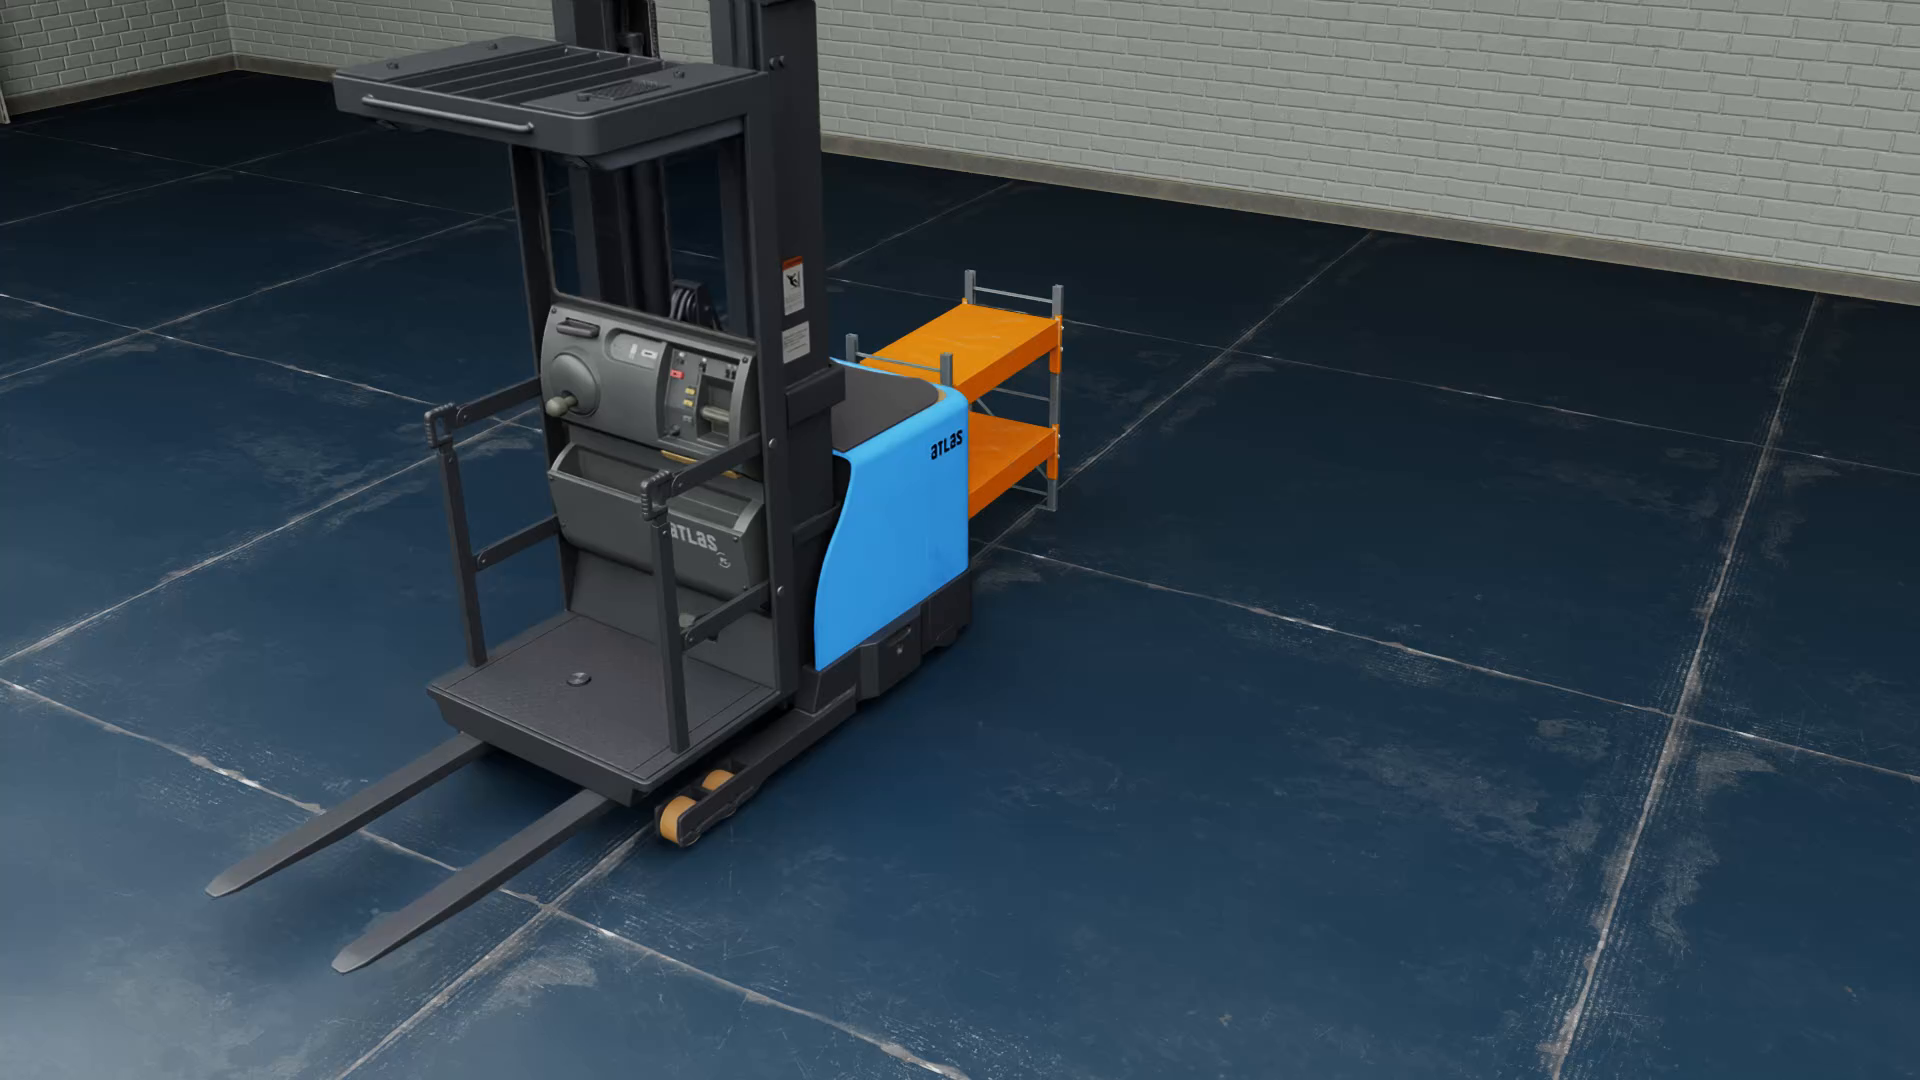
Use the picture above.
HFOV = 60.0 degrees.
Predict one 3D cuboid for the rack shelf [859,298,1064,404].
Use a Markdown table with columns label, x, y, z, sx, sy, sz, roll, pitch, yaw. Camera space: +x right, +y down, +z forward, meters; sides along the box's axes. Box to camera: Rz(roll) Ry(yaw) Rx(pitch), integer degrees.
| label | x | y | z | sx | sy | sz | roll | pitch | yaw |
| --- | --- | --- | --- | --- | --- | --- | --- | --- | --- |
| rack shelf | -0.003 | -0.762 | 7.362 | 0.538 | 0.278 | 1.000 | 14 | 30 | 26 |

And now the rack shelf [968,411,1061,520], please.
| label | x | y | z | sx | sy | sz | roll | pitch | yaw |
| --- | --- | --- | --- | --- | --- | --- | --- | --- | --- |
| rack shelf | -0.003 | -0.282 | 7.602 | 0.538 | 0.278 | 1.000 | 14 | 30 | 26 |

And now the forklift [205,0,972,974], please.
| label | x | y | z | sx | sy | sz | roll | pitch | yaw |
| --- | --- | --- | --- | --- | --- | --- | --- | --- | --- |
| forklift | -1.194 | -0.512 | 5.498 | 1.130 | 2.935 | 3.031 | 17 | 31 | 30 |

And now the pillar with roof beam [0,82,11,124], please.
| label | x | y | z | sx | sy | sz | roll | pitch | yaw |
| --- | --- | --- | --- | --- | --- | --- | --- | --- | --- |
| pillar with roof beam | -5.357 | -6.937 | 11.556 | 9.100 | 9.000 | 0.400 | 14 | 30 | 26 |

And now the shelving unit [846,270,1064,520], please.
| label | x | y | z | sx | sy | sz | roll | pitch | yaw |
| --- | --- | --- | --- | --- | --- | --- | --- | --- | --- |
| shelving unit | -0.003 | -0.500 | 7.493 | 0.538 | 1.125 | 1.048 | 14 | 30 | 26 |

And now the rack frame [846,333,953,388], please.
| label | x | y | z | sx | sy | sz | roll | pitch | yaw |
| --- | --- | --- | --- | --- | --- | --- | --- | --- | --- |
| rack frame | -0.253 | -0.302 | 7.097 | 0.500 | 1.125 | 0.032 | 14 | 30 | 26 |

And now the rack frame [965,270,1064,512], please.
| label | x | y | z | sx | sy | sz | roll | pitch | yaw |
| --- | --- | --- | --- | --- | --- | --- | --- | --- | --- |
| rack frame | 0.247 | -0.698 | 7.889 | 0.500 | 1.125 | 0.032 | 14 | 30 | 26 |
